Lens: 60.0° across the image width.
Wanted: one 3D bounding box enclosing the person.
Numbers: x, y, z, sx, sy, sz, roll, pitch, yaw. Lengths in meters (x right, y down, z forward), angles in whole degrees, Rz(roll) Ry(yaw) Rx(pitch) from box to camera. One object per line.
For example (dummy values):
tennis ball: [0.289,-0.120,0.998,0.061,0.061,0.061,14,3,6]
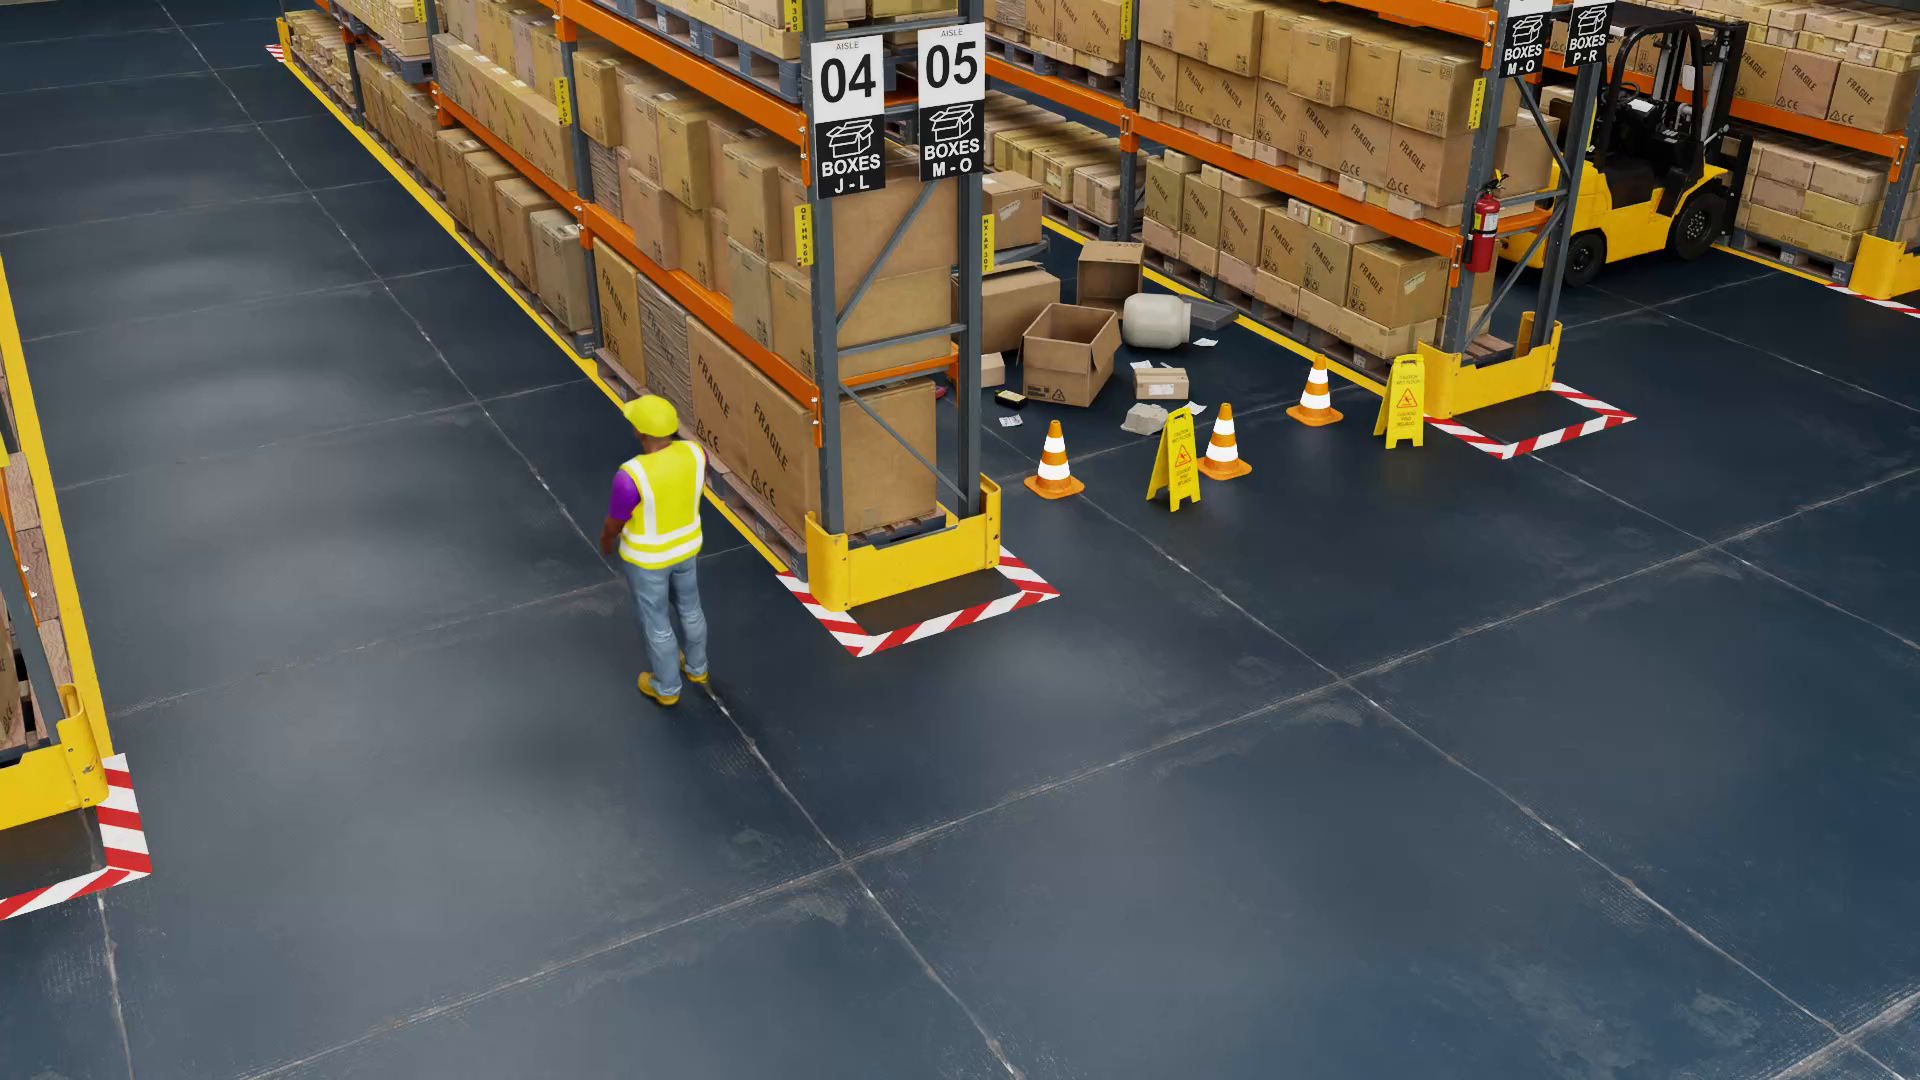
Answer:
person: [-1.551,0.028,8.480,0.539,1.772,0.576,25,38,38]
